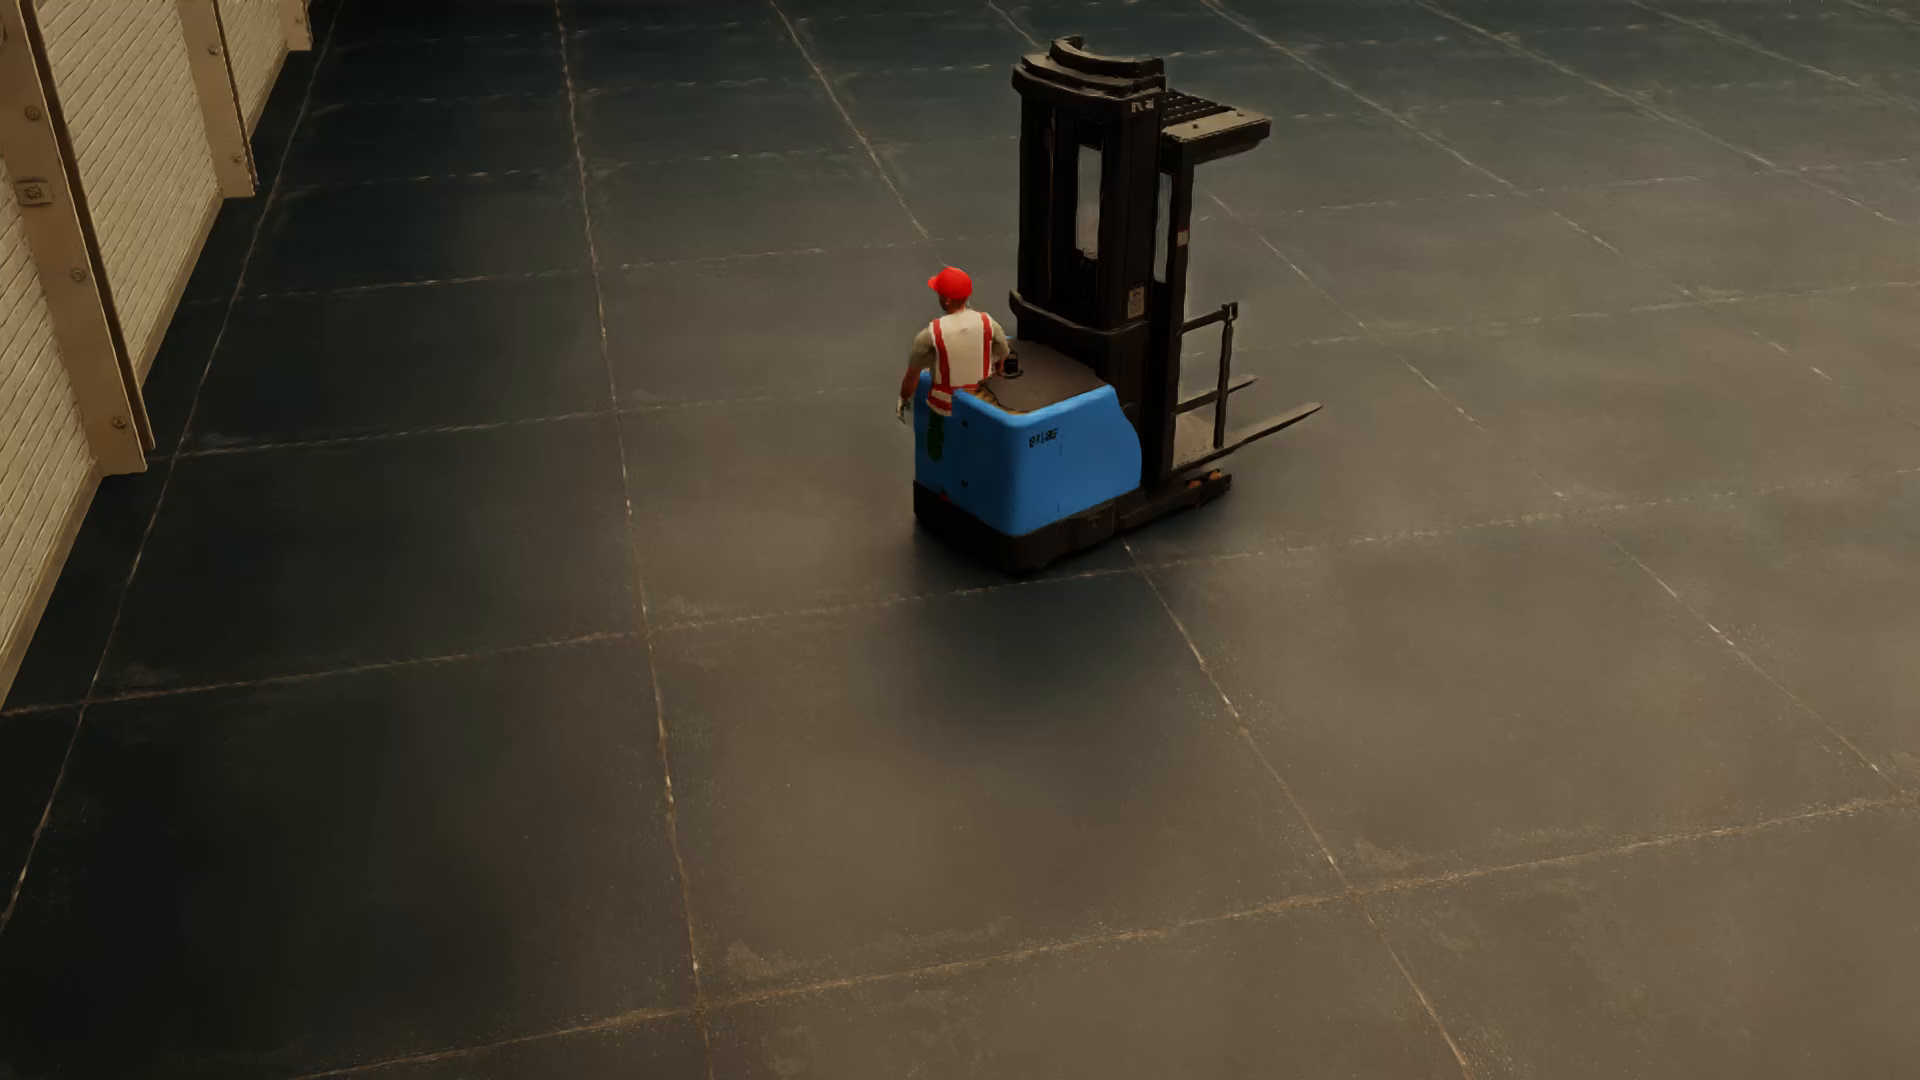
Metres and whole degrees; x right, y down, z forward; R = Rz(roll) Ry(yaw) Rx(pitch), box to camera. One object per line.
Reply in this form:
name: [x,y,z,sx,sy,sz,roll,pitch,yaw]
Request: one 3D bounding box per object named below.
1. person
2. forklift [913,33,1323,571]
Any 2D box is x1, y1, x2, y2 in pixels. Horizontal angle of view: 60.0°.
person: [-0.045,-0.864,10.234,0.713,1.783,0.564,-9,31,-15]
forklift: [1.165,-1.678,10.473,3.031,2.935,1.130,-22,37,-33]
